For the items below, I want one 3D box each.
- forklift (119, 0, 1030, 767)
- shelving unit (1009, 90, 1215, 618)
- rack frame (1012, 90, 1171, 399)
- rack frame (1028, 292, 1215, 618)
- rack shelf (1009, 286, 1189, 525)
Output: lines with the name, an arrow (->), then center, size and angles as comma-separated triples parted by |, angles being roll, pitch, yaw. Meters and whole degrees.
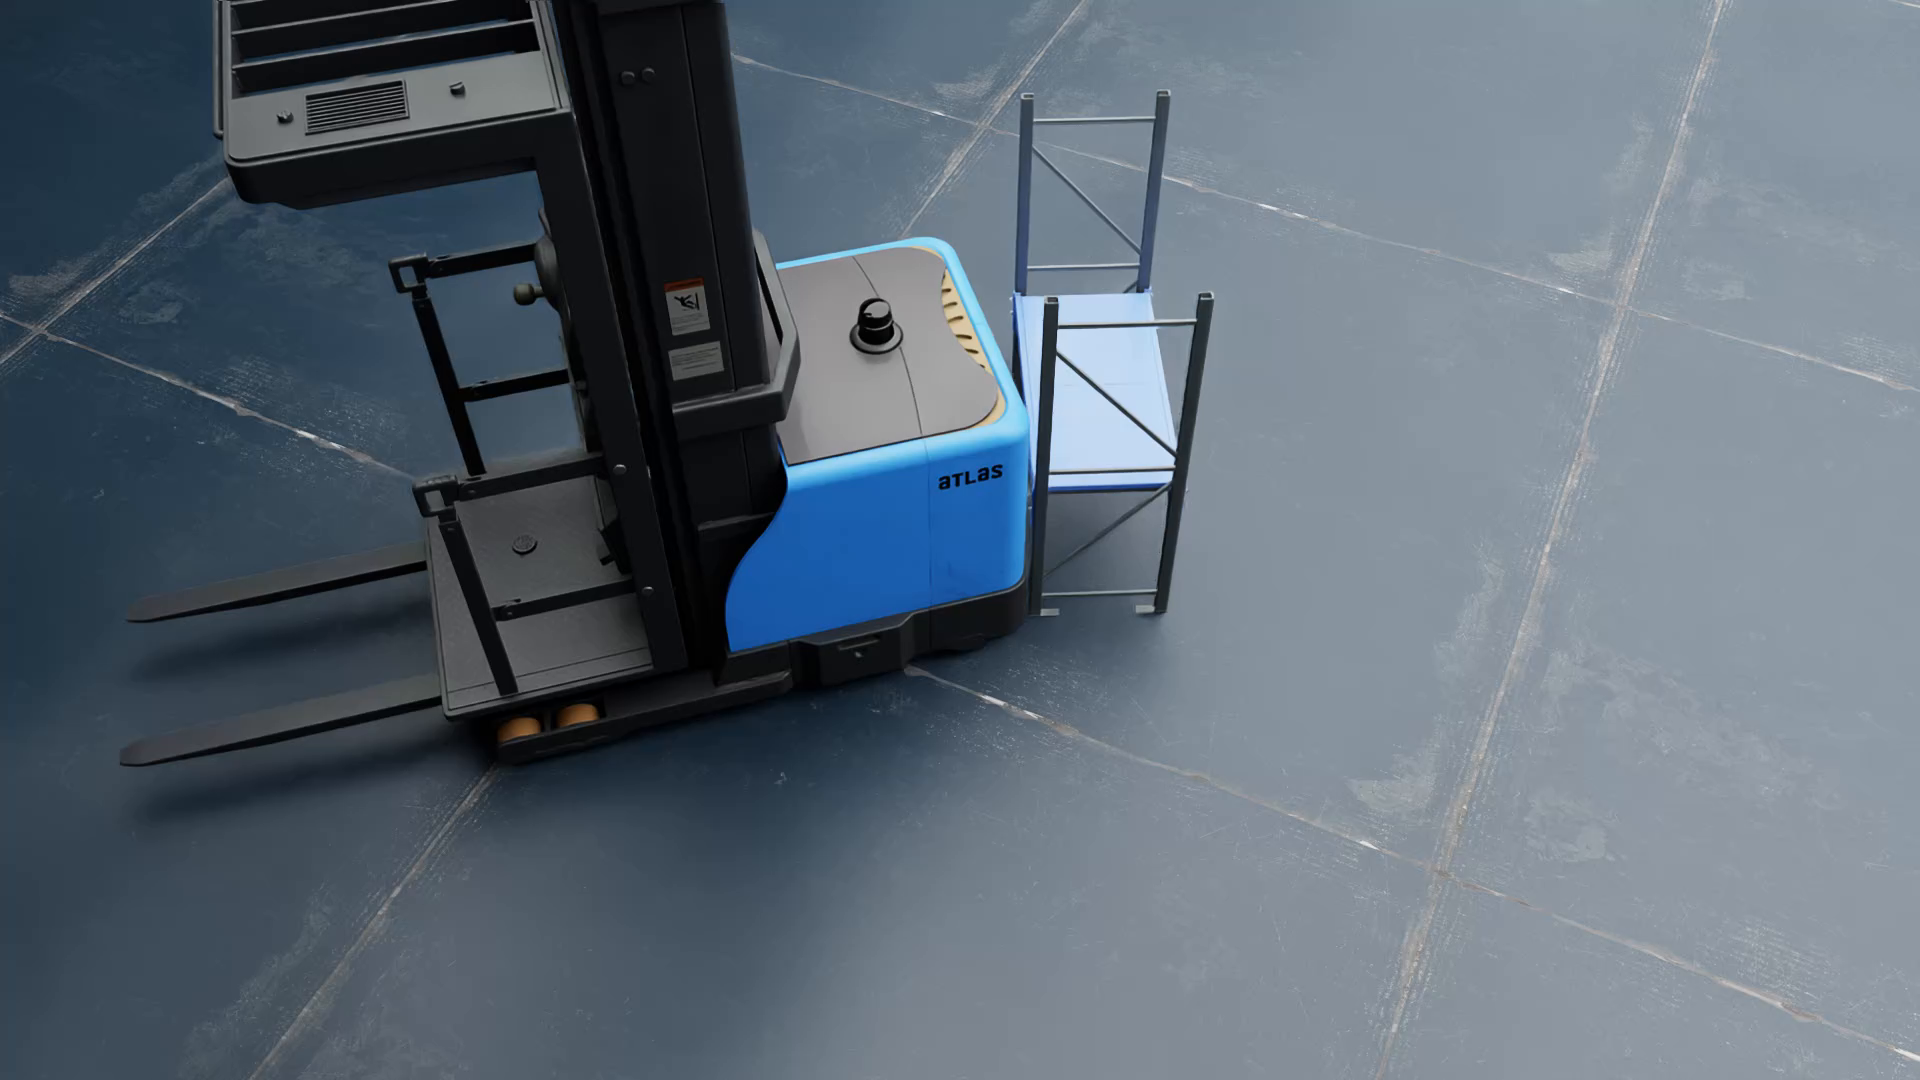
forklift -> -1.341, -0.651, 4.879 | 3.031, 2.935, 1.130 | -13, 51, -11
shelving unit -> 0.476, -0.613, 5.787 | 0.538, 1.500, 1.048 | -2, 50, -2
rack frame -> 0.453, -1.000, 6.116 | 0.500, 1.500, 0.032 | -2, 50, -2
rack frame -> 0.498, -0.226, 5.457 | 0.500, 1.500, 0.032 | -2, 50, -2
rack shelf -> 0.476, -0.496, 5.924 | 0.538, 0.185, 1.000 | -2, 50, -2
